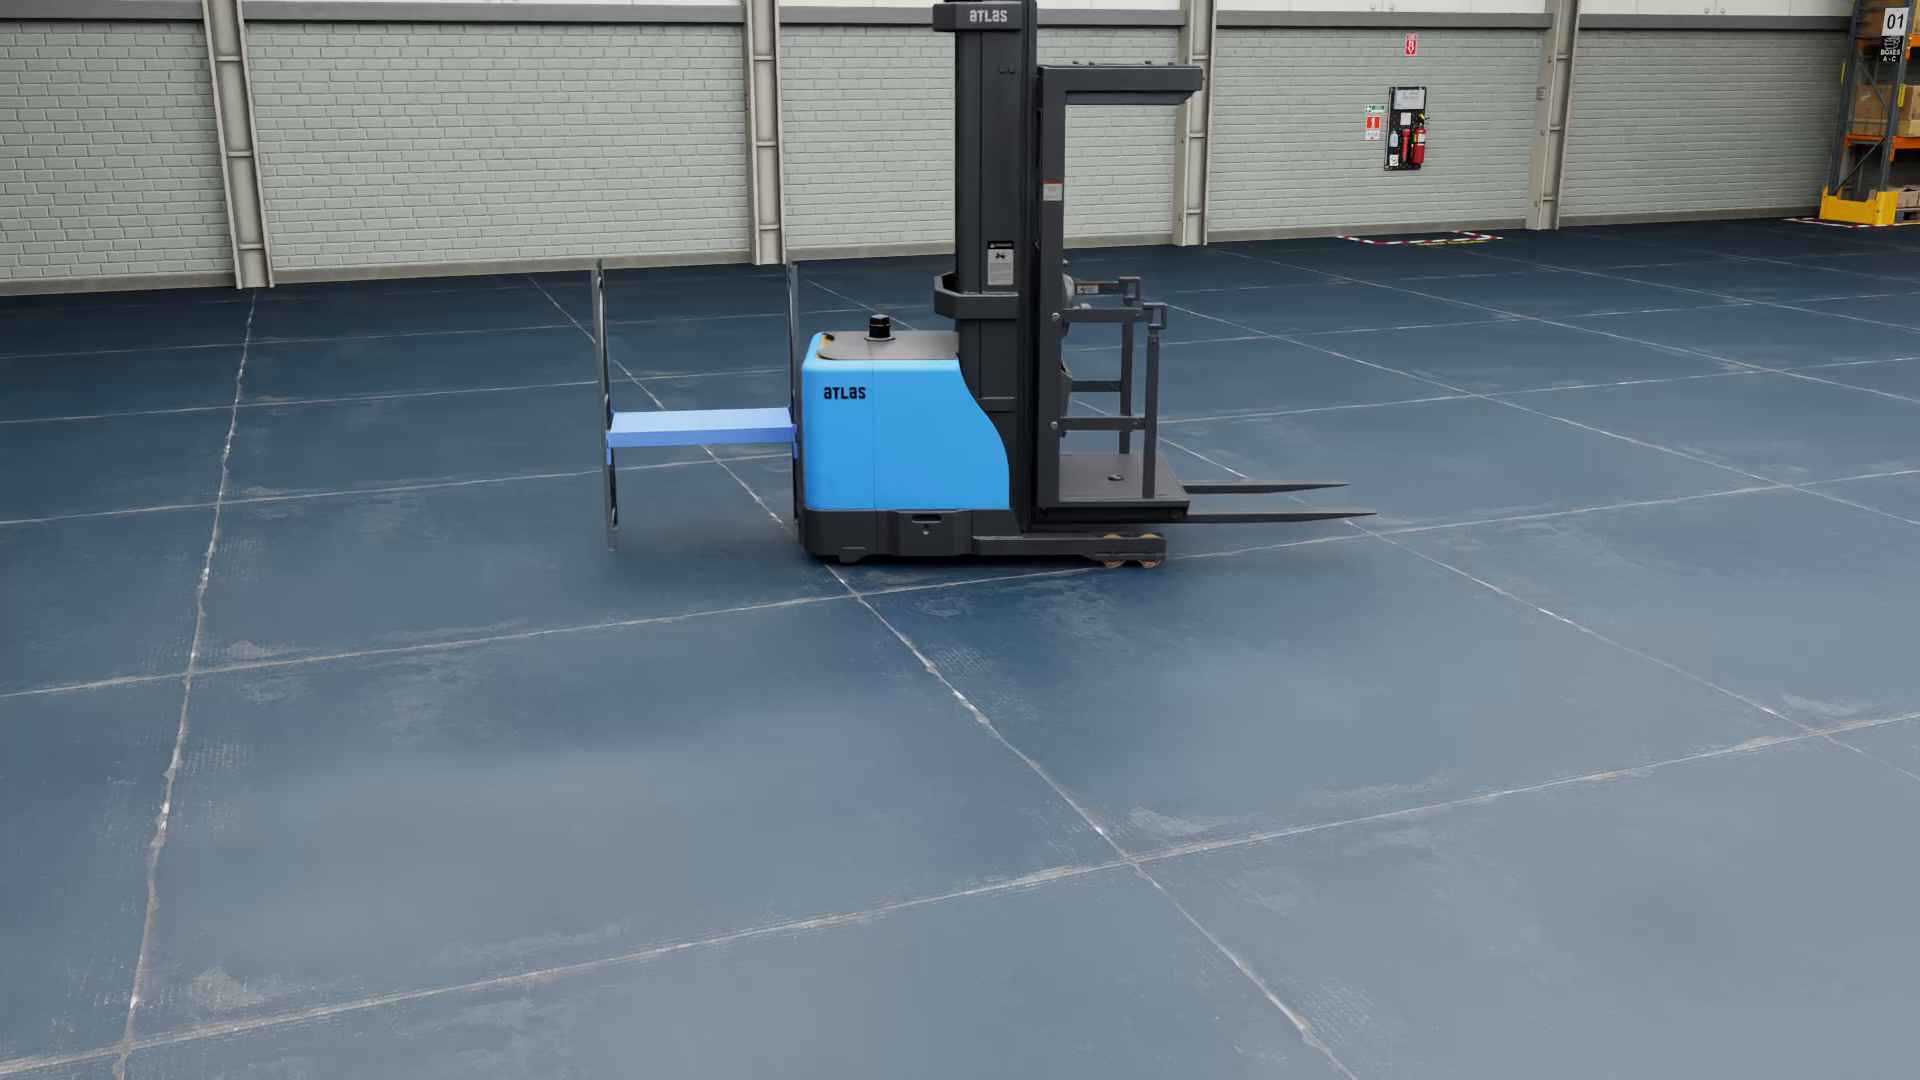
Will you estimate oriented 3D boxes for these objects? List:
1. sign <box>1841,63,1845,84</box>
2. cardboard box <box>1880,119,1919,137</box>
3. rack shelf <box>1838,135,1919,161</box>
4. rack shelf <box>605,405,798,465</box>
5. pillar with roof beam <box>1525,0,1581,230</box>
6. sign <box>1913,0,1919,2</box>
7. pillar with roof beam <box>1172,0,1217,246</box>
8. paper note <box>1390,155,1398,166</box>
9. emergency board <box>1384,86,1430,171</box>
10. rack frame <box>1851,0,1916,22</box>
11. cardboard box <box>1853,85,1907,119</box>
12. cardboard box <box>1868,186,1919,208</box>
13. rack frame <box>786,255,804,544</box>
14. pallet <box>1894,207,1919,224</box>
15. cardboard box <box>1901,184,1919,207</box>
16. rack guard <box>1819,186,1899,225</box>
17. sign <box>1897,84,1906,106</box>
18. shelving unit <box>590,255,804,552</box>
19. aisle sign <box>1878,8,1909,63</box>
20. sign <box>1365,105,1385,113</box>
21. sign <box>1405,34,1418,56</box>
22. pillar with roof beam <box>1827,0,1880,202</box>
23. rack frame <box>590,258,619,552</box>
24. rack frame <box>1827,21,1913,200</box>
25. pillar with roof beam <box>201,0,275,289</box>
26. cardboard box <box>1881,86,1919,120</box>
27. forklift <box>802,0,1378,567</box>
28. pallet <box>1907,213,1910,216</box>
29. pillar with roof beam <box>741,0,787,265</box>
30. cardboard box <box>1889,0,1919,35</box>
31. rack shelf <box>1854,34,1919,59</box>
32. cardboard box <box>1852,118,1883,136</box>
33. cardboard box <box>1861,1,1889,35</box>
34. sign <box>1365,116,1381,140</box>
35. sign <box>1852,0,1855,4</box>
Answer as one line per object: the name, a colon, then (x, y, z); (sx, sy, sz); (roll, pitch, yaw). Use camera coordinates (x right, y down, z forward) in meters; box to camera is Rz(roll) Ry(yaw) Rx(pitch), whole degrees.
sign: (13.862, -7.310, 26.051); (0.005, 0.325, 0.100); (-6, 17, -20)
cardboard box: (14.611, -6.358, 25.656); (0.500, 0.250, 0.500); (-7, 18, -22)
rack shelf: (15.909, -6.311, 26.542); (4.000, 0.370, 1.077); (-6, 17, -20)
rack shelf: (-1.399, -0.575, 9.033); (1.000, 0.185, 0.538); (-2, 17, -8)
pillar with roof beam: (10.323, -7.894, 20.007); (0.400, 9.000, 9.100); (-6, 17, -20)
sign: (14.236, -8.170, 24.722); (0.005, 0.325, 0.100); (-6, 17, -20)
pillar with roof beam: (4.721, -7.289, 17.947); (0.400, 9.000, 9.100); (-6, 17, -20)
paper note: (6.272, -5.486, 24.021); (0.142, 0.148, 0.016); (-6, 17, -20)
emergency board: (6.462, -5.909, 23.895); (0.643, 1.169, 0.194); (-6, 17, -20)
rack frame: (14.042, -9.333, 24.909); (0.127, 3.000, 1.000); (-6, 17, -20)
cardboard box: (14.406, -6.855, 26.019); (0.500, 0.500, 0.500); (-6, 18, -21)
cardboard box: (14.720, -5.422, 26.228); (0.500, 0.311, 0.500); (-8, 18, -26)
rack frame: (-0.896, -0.769, 9.054); (0.032, 1.500, 0.500); (-2, 17, -8)
pallet: (14.884, -5.197, 26.421); (1.213, 0.211, 1.003); (-6, 17, -20)
cardboard box: (15.252, -5.479, 26.424); (0.500, 0.311, 0.500); (-5, 17, -15)
rack guard: (14.113, -5.263, 26.133); (0.348, 0.500, 1.175); (-6, 17, -20)
sign: (14.236, -6.727, 25.146); (0.005, 0.325, 0.100); (-6, 17, -20)
shelving unit: (-1.399, -0.748, 8.982); (1.048, 1.500, 0.538); (-2, 17, -8)
aisle sign: (14.082, -7.616, 25.095); (0.004, 0.787, 0.394); (-6, 17, -20)
sign: (5.916, -6.150, 23.712); (0.331, 0.109, 0.001); (-6, 17, -20)
sign: (6.419, -7.046, 23.655); (0.199, 0.298, 0.001); (-6, 17, -20)
pillar with roof beam: (15.926, -8.498, 22.067); (0.400, 9.000, 9.100); (-6, 17, -20)
rack frame: (-1.902, -0.727, 8.911); (0.032, 1.500, 0.500); (-2, 17, -8)
rack frame: (14.042, -6.455, 25.754); (0.127, 3.000, 1.000); (-6, 17, -20)
pillar with roof beam: (-6.485, -6.079, 13.827); (0.400, 9.000, 9.100); (-6, 17, -20)
cardboard box: (14.595, -6.721, 25.562); (0.500, 0.500, 0.500); (-6, 17, -20)
forklift: (0.690, -1.417, 8.722); (3.031, 2.935, 1.130); (0, 16, -2)
pallet: (16.021, -5.319, 26.836); (1.213, 0.211, 1.003); (-6, 17, -20)
pillar with roof beam: (-0.882, -6.684, 15.887); (0.400, 9.000, 9.100); (-6, 17, -20)
cardboard box: (14.443, -7.919, 25.206); (0.500, 0.500, 0.500); (-6, 17, -19)
rack shelf: (15.909, -7.750, 26.120); (4.000, 0.370, 1.077); (-6, 17, -20)
cardboard box: (14.409, -6.490, 26.107); (0.500, 0.250, 0.500); (-6, 17, -19)
cardboard box: (14.341, -8.060, 25.685); (0.500, 0.500, 0.500); (-5, 17, -16)
sign: (5.909, -5.897, 23.793); (0.234, 0.329, 0.001); (-6, 17, -20)
sign: (13.862, -8.467, 25.711); (0.005, 0.325, 0.100); (-6, 17, -20)
